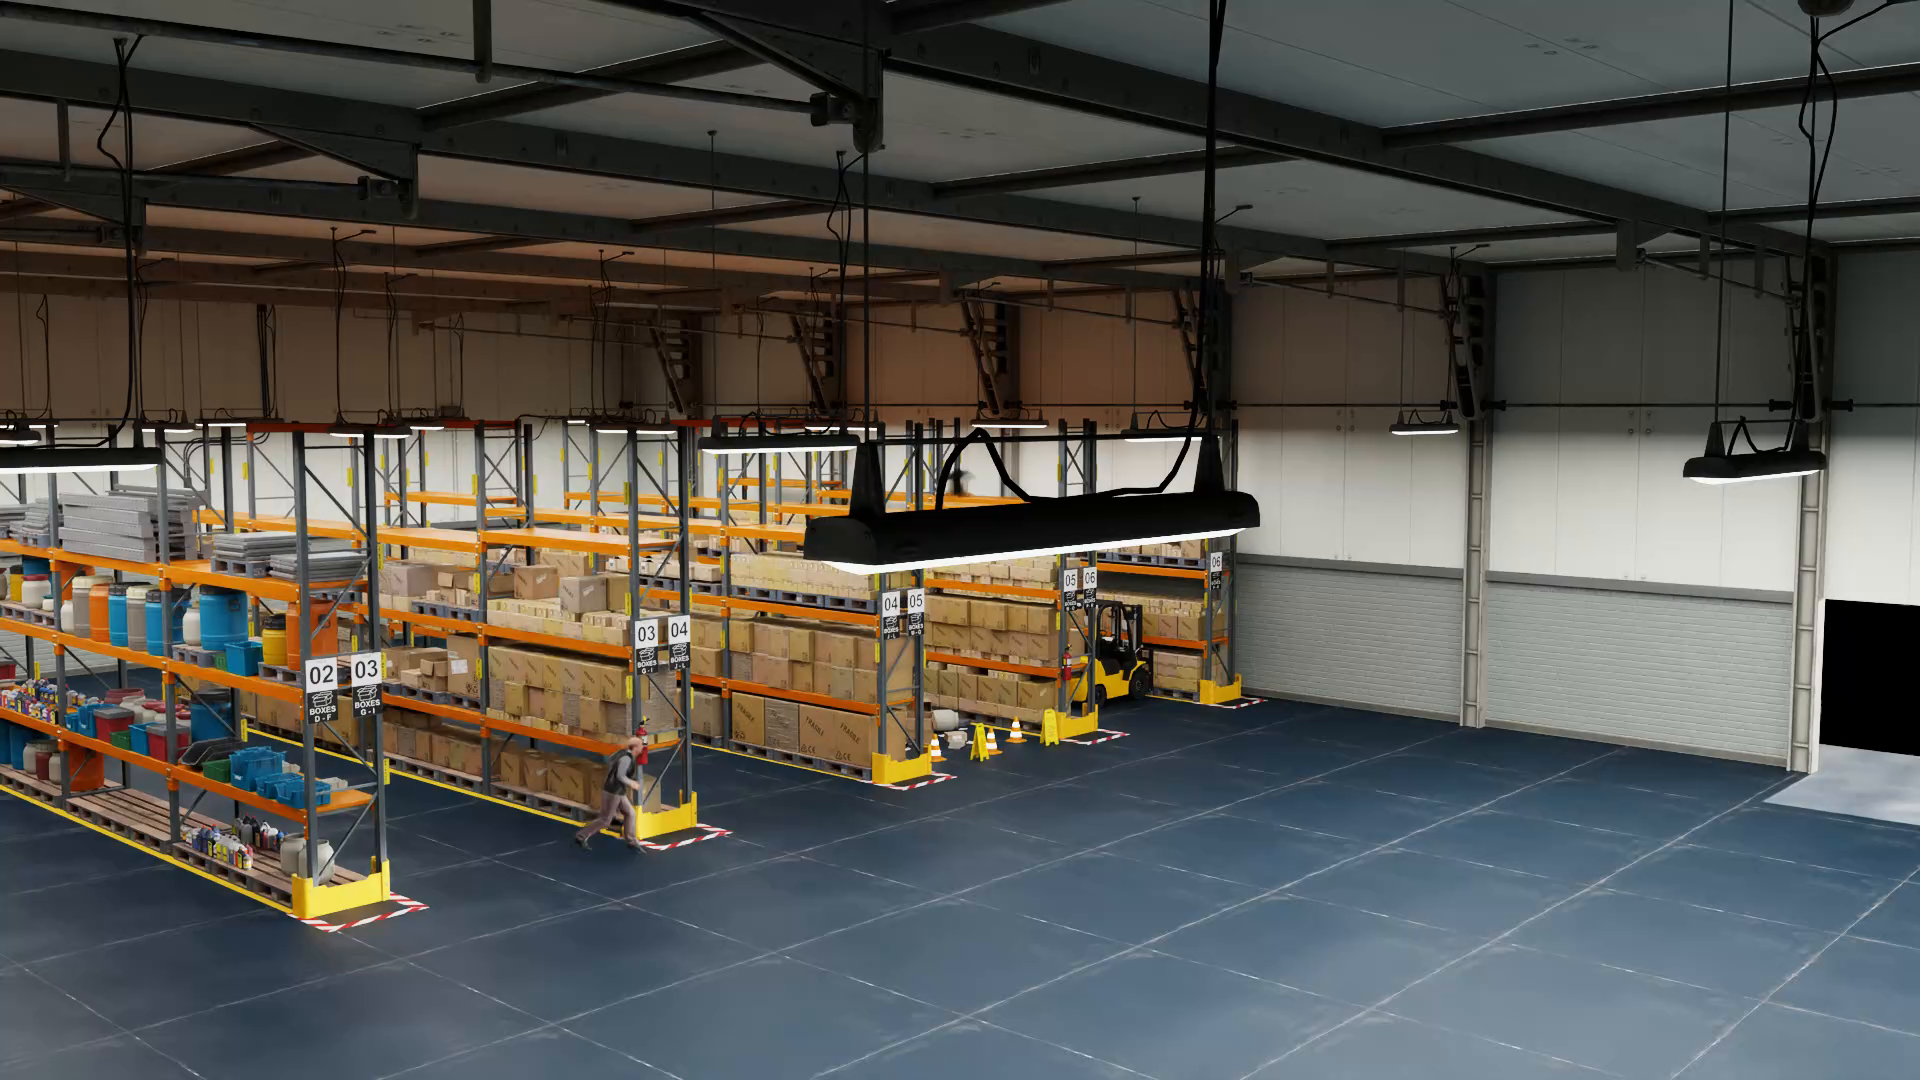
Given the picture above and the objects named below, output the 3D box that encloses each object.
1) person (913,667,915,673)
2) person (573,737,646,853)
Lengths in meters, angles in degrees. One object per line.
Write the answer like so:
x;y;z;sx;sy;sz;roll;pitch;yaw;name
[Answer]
-1.252;2.428;37.614;0.903;1.642;0.556;4;6;39;person
-4.937;3.621;23.375;1.007;1.681;0.697;-2;5;-18;person
